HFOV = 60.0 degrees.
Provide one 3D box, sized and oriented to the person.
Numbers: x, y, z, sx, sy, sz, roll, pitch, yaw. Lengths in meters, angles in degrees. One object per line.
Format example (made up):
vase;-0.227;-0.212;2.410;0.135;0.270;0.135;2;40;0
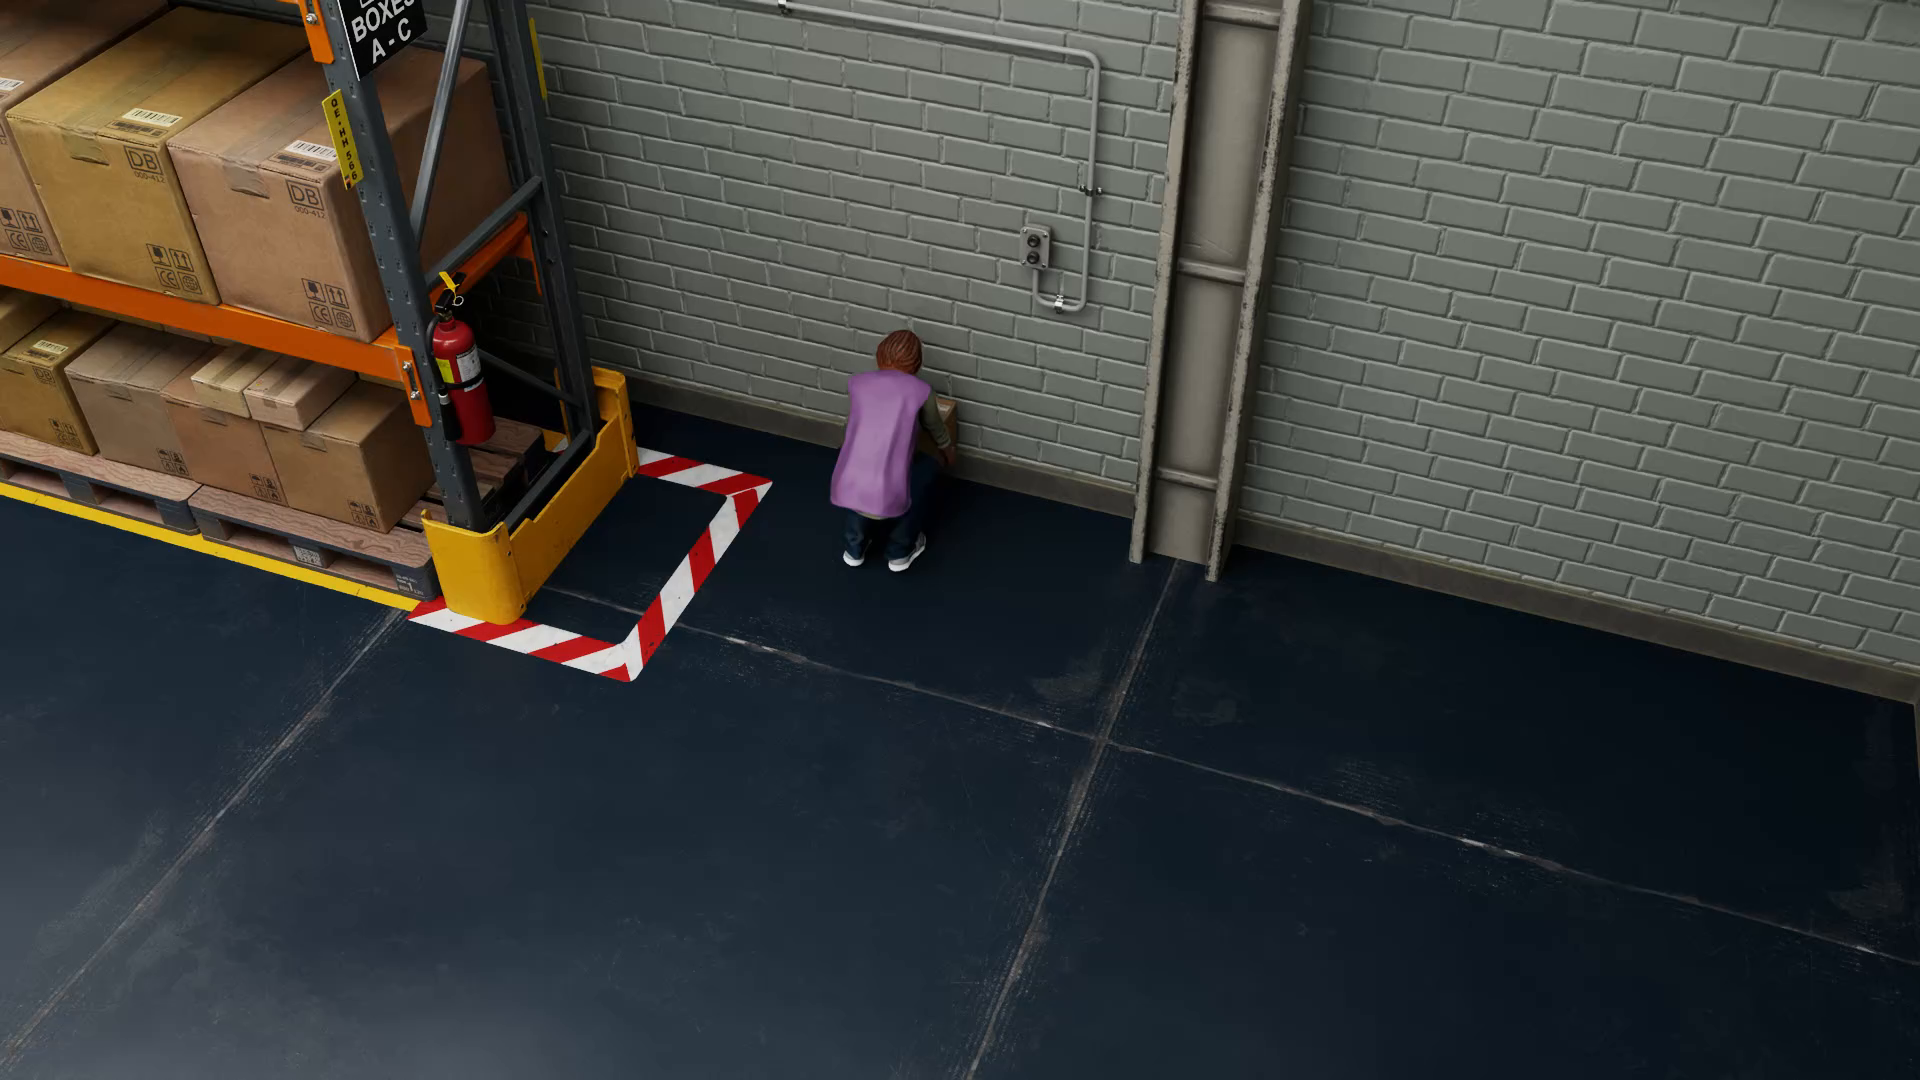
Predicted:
person;-0.296;-0.351;7.077;0.416;0.906;0.838;13;44;14
